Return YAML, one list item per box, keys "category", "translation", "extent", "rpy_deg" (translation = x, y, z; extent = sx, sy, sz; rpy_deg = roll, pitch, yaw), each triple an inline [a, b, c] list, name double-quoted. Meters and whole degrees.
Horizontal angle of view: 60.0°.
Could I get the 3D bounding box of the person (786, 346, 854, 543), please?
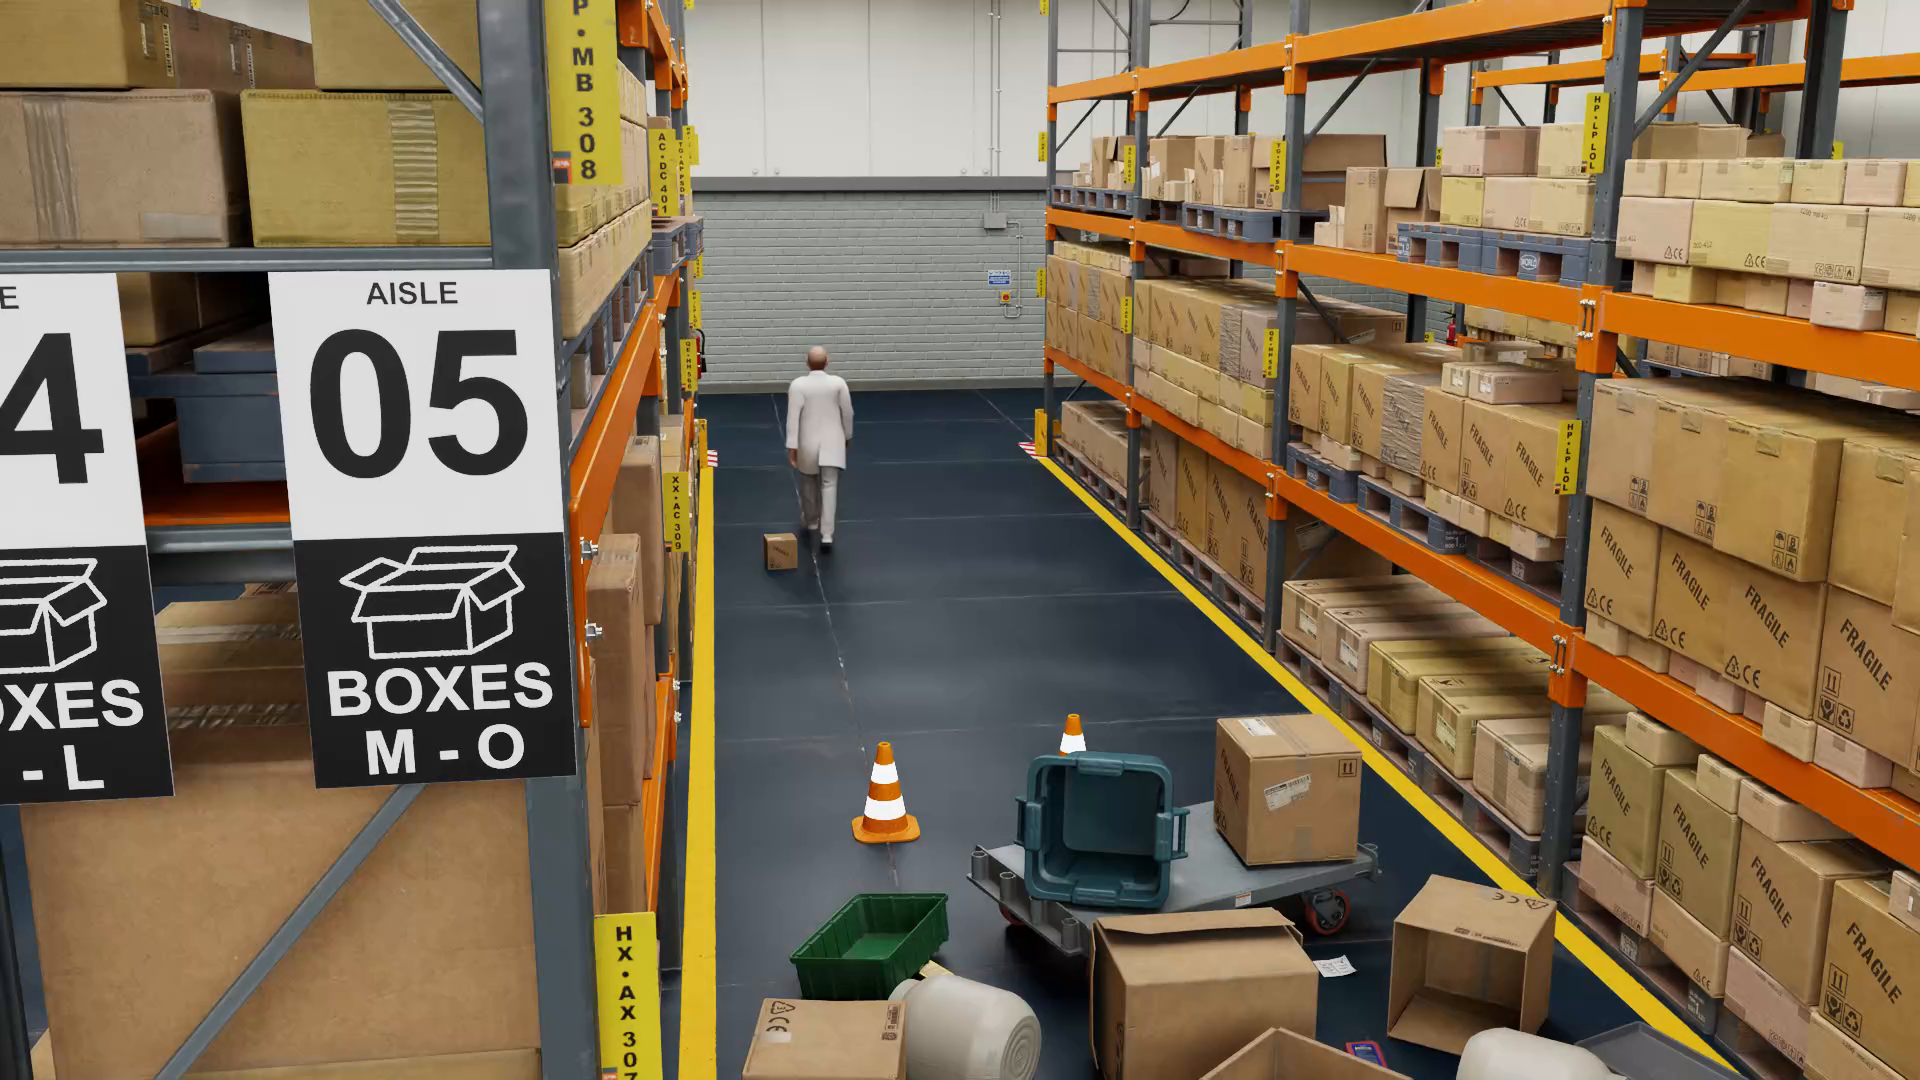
- category: "person"
  translation: [-1.240, -0.883, 14.804]
  extent: [0.596, 1.713, 1.127]
  rpy_deg: [-1, 13, -3]
